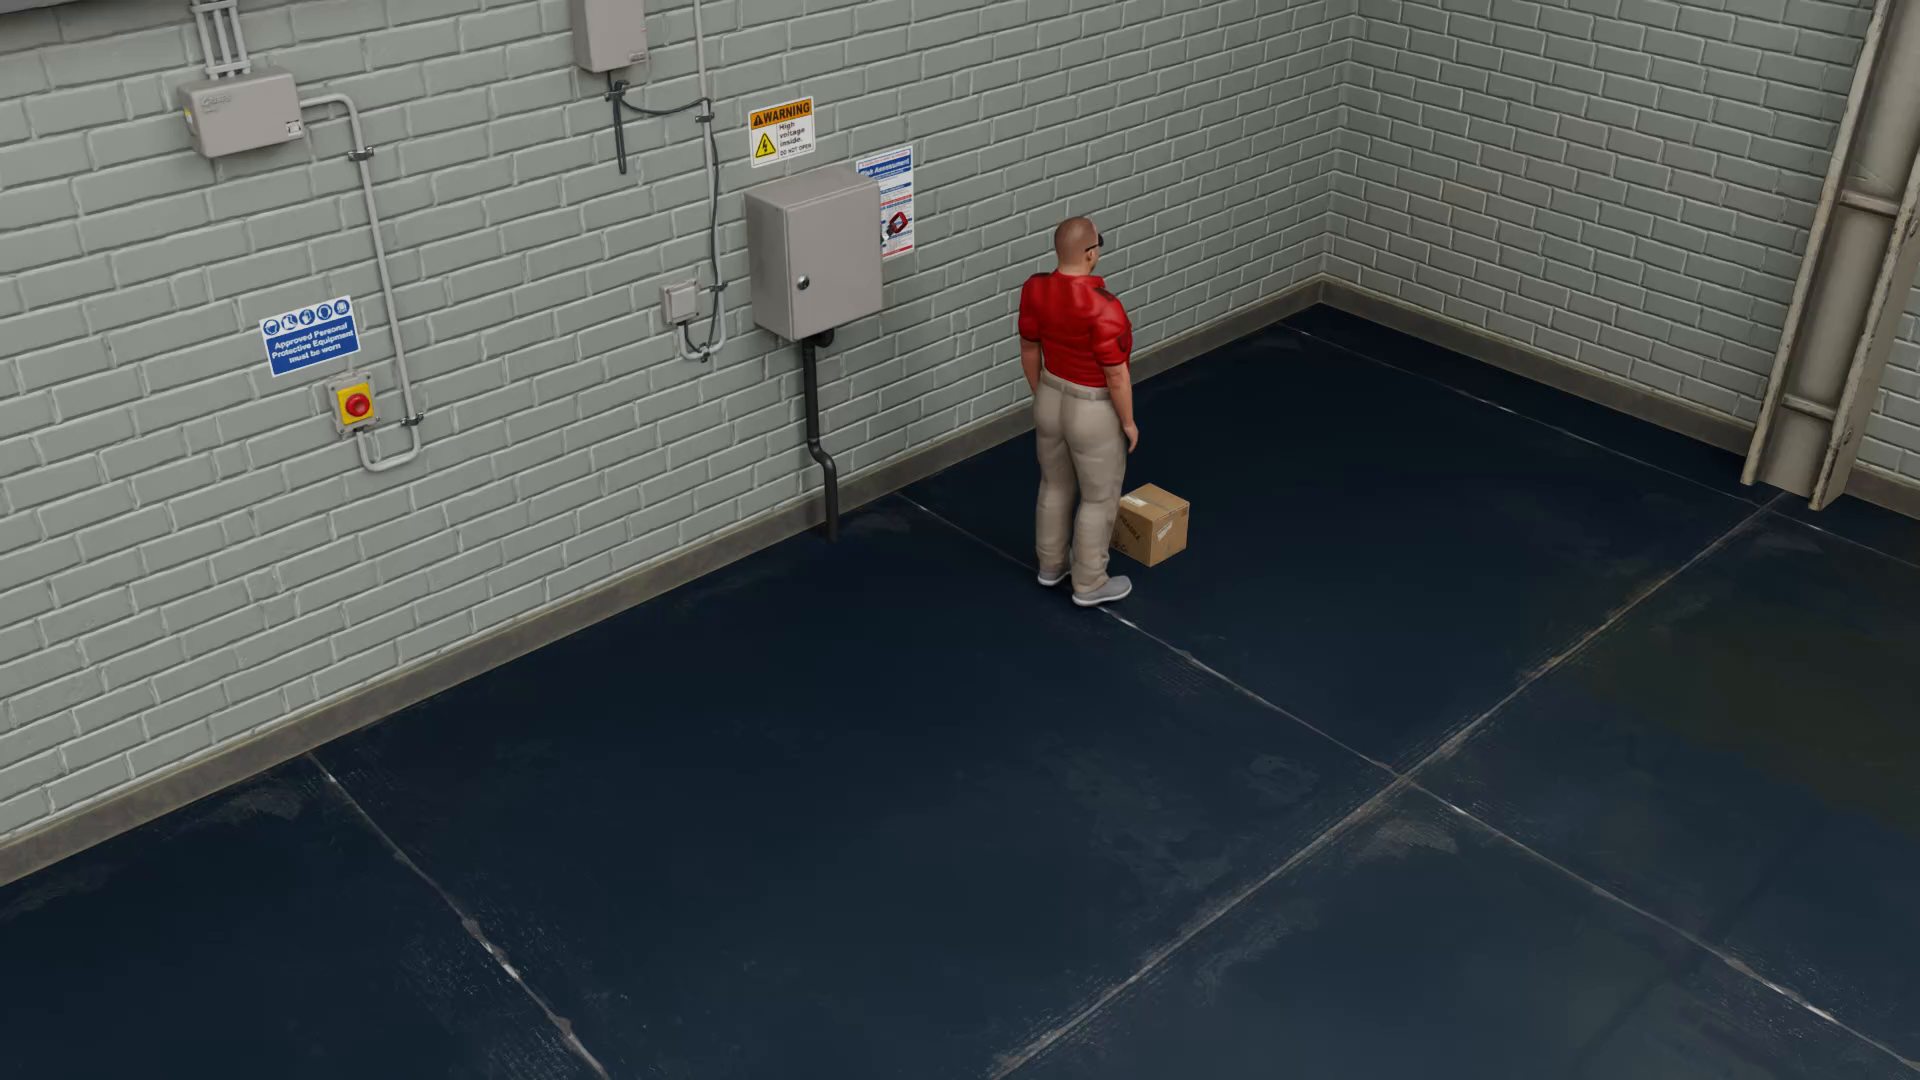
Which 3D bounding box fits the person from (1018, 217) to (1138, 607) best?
[{"bbox_3d":[0.513,-0.544,7.009,0.551,1.741,0.379,26,40,35],"label":"person"}]
